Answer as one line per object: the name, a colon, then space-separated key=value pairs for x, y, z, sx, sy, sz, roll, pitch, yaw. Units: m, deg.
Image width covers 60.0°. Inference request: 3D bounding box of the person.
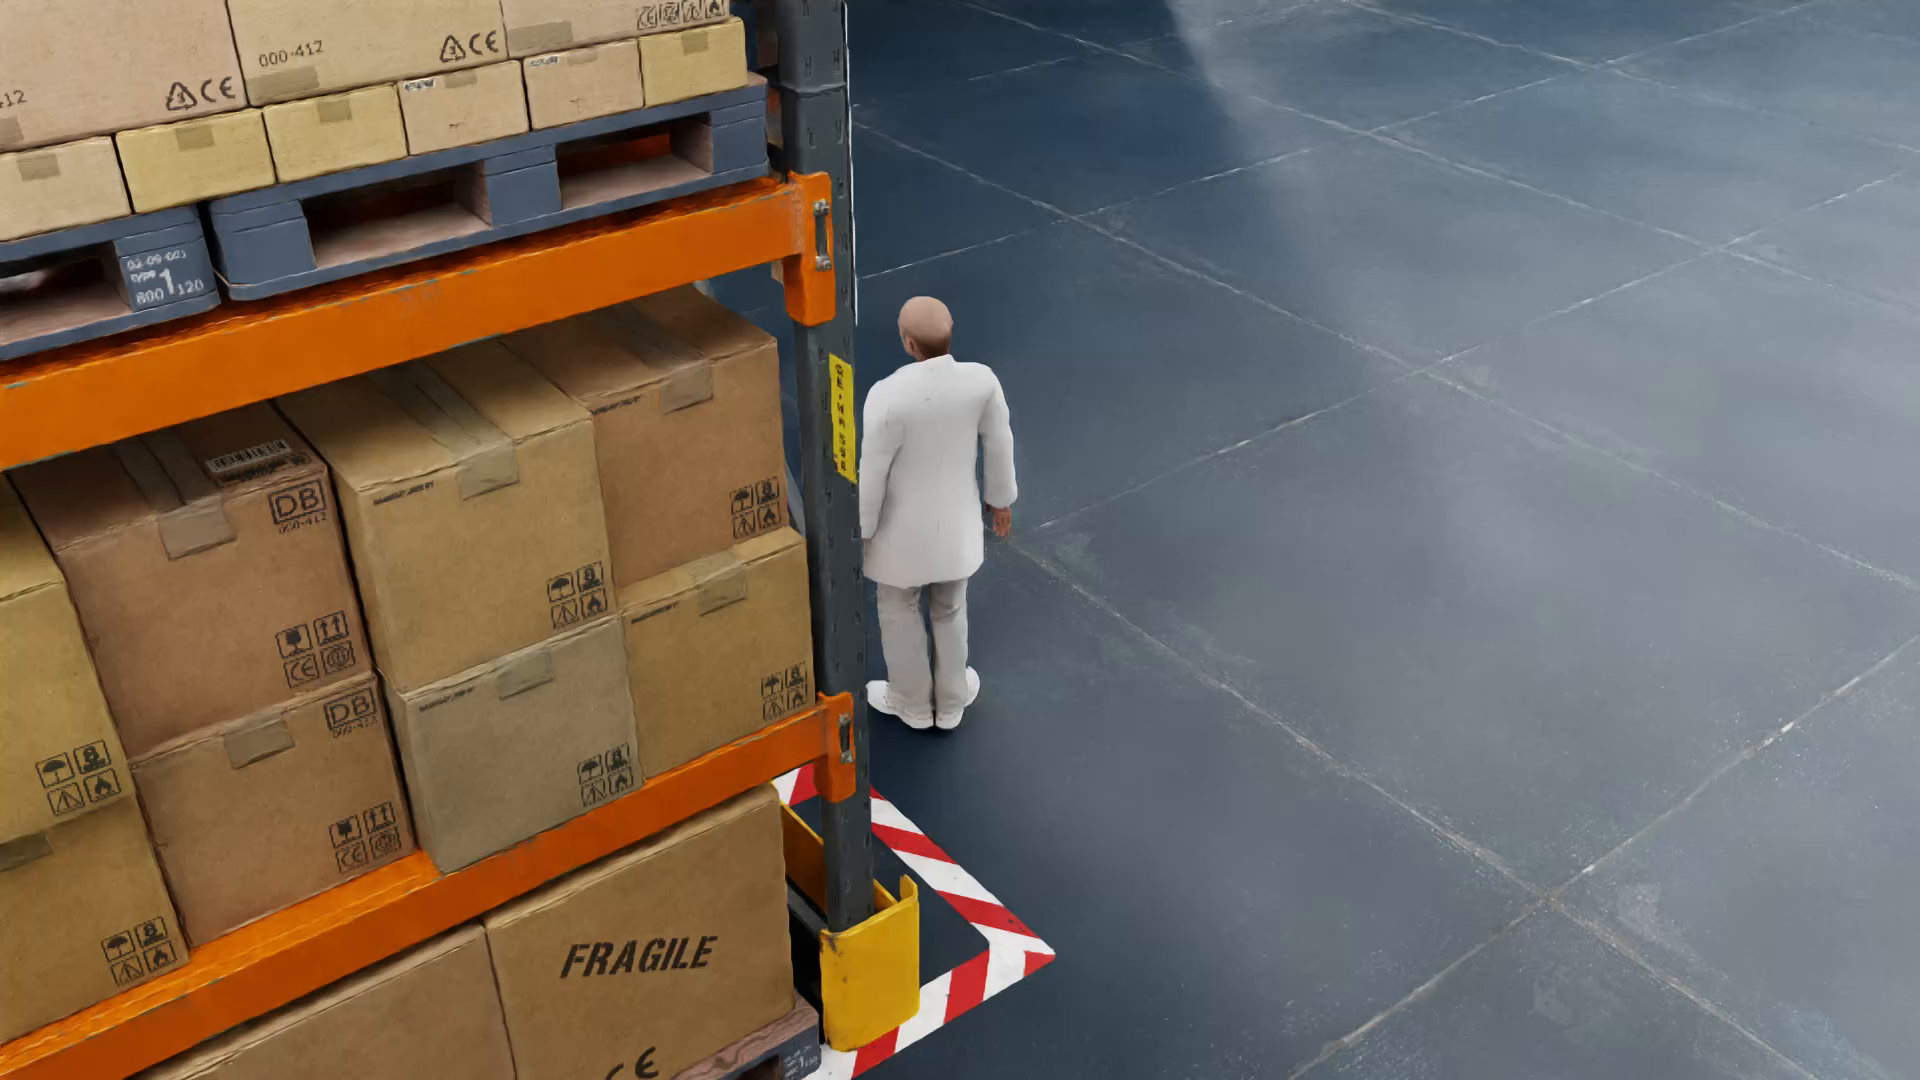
person: x=-0.105 y=-0.093 z=6.258 sx=0.688 sy=1.784 sz=0.377 roll=-12 pitch=34 yaw=-19
